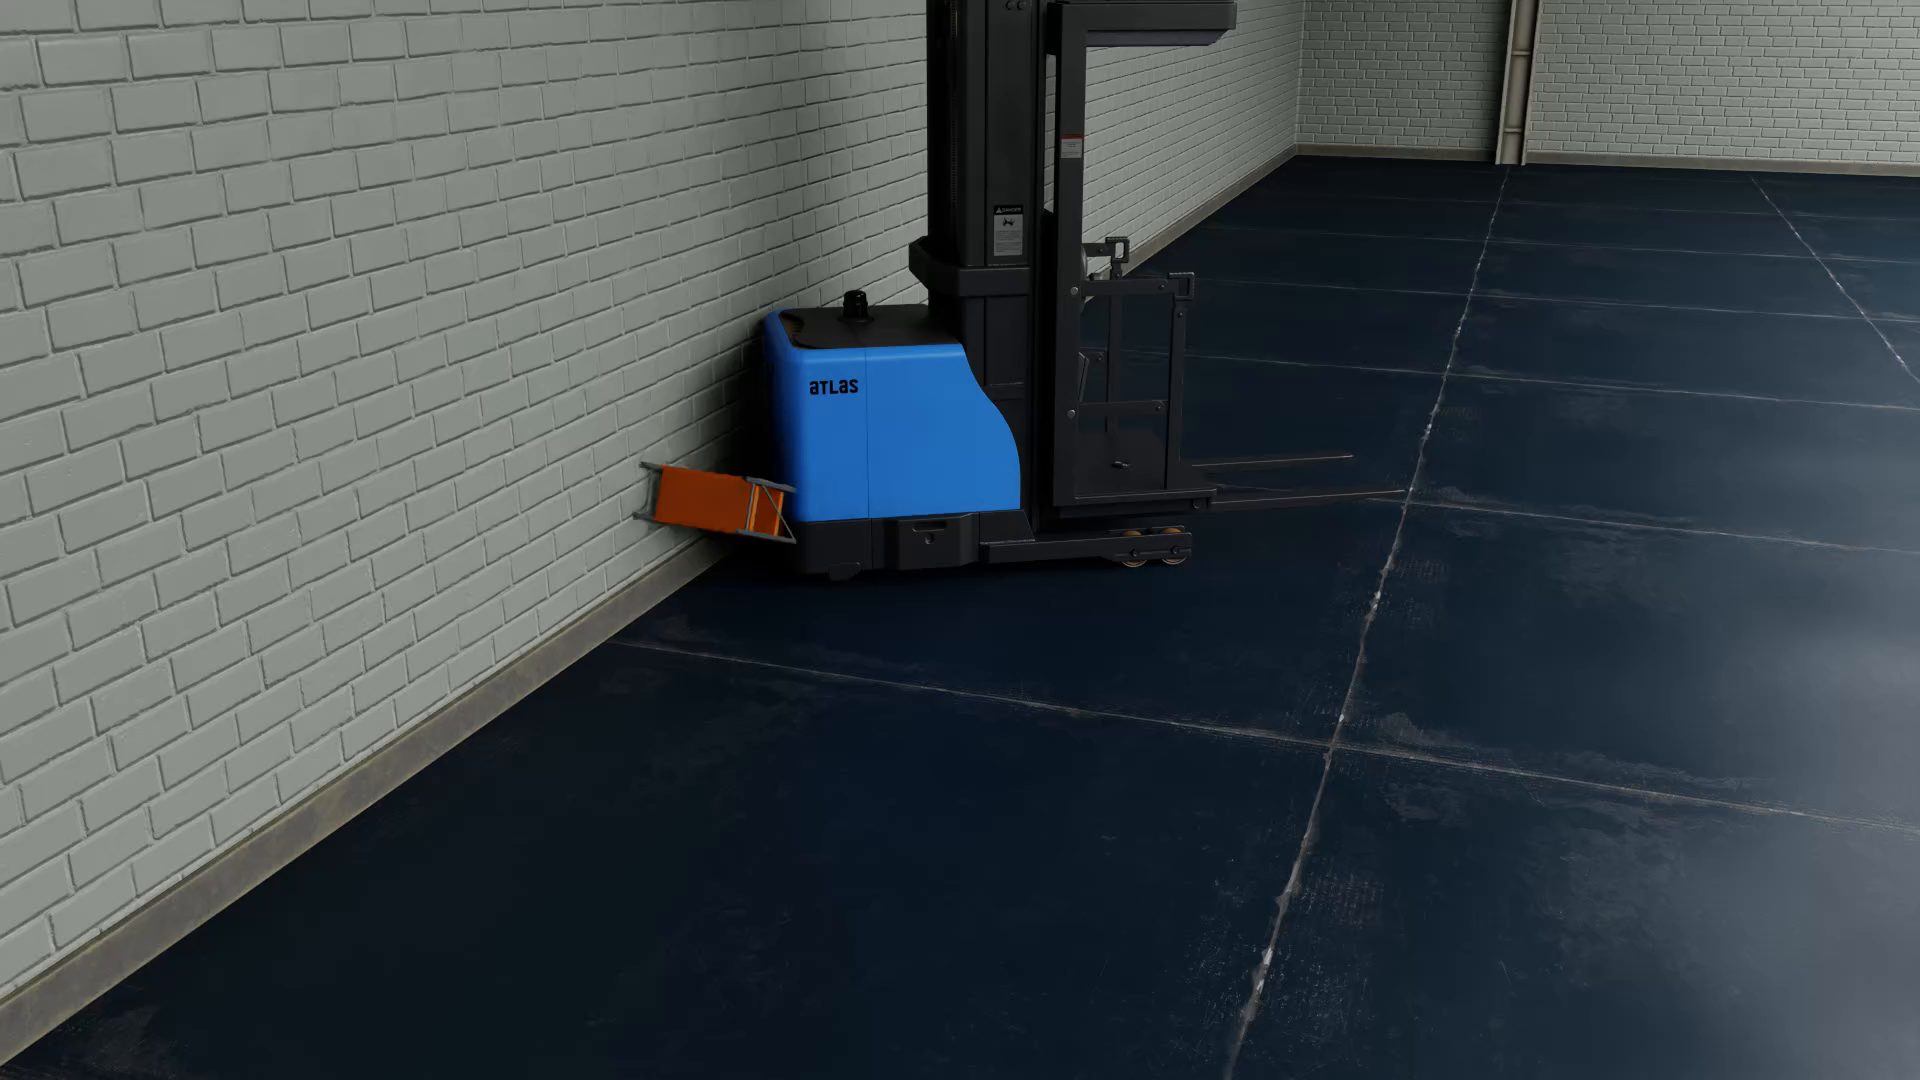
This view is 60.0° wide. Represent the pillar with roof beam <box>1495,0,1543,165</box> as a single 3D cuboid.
[{"bbox_3d":[6.220,-8.136,17.746,0.400,9.000,9.100,7,20,18],"label":"pillar with roof beam"}]

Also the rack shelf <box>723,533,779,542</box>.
[{"bbox_3d":[-0.841,-0.113,7.754,0.480,0.258,0.148,9,-2,20],"label":"rack shelf"}]

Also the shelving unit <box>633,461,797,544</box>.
[{"bbox_3d":[-0.930,-0.134,7.504,0.503,0.258,1.200,9,-2,20],"label":"shelving unit"}]

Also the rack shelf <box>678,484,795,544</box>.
[{"bbox_3d":[-0.983,-0.146,7.357,0.480,0.258,0.148,9,-2,20],"label":"rack shelf"}]

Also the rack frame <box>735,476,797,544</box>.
[{"bbox_3d":[-0.704,-0.100,7.421,0.015,0.240,1.200,9,-2,20],"label":"rack frame"}]

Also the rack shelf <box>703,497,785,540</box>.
[{"bbox_3d":[-0.908,-0.129,7.568,0.480,0.258,0.148,9,-2,20],"label":"rack shelf"}]

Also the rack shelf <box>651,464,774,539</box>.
[{"bbox_3d":[-1.062,-0.165,7.135,0.480,0.258,0.148,9,-2,20],"label":"rack shelf"}]

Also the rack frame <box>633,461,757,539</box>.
[{"bbox_3d":[-1.157,-0.168,7.588,0.015,0.240,1.200,9,-2,20],"label":"rack frame"}]

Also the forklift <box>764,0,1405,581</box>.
[{"bbox_3d":[0.617,-1.424,7.709,3.031,2.935,1.130,-4,20,-11],"label":"forklift"}]
